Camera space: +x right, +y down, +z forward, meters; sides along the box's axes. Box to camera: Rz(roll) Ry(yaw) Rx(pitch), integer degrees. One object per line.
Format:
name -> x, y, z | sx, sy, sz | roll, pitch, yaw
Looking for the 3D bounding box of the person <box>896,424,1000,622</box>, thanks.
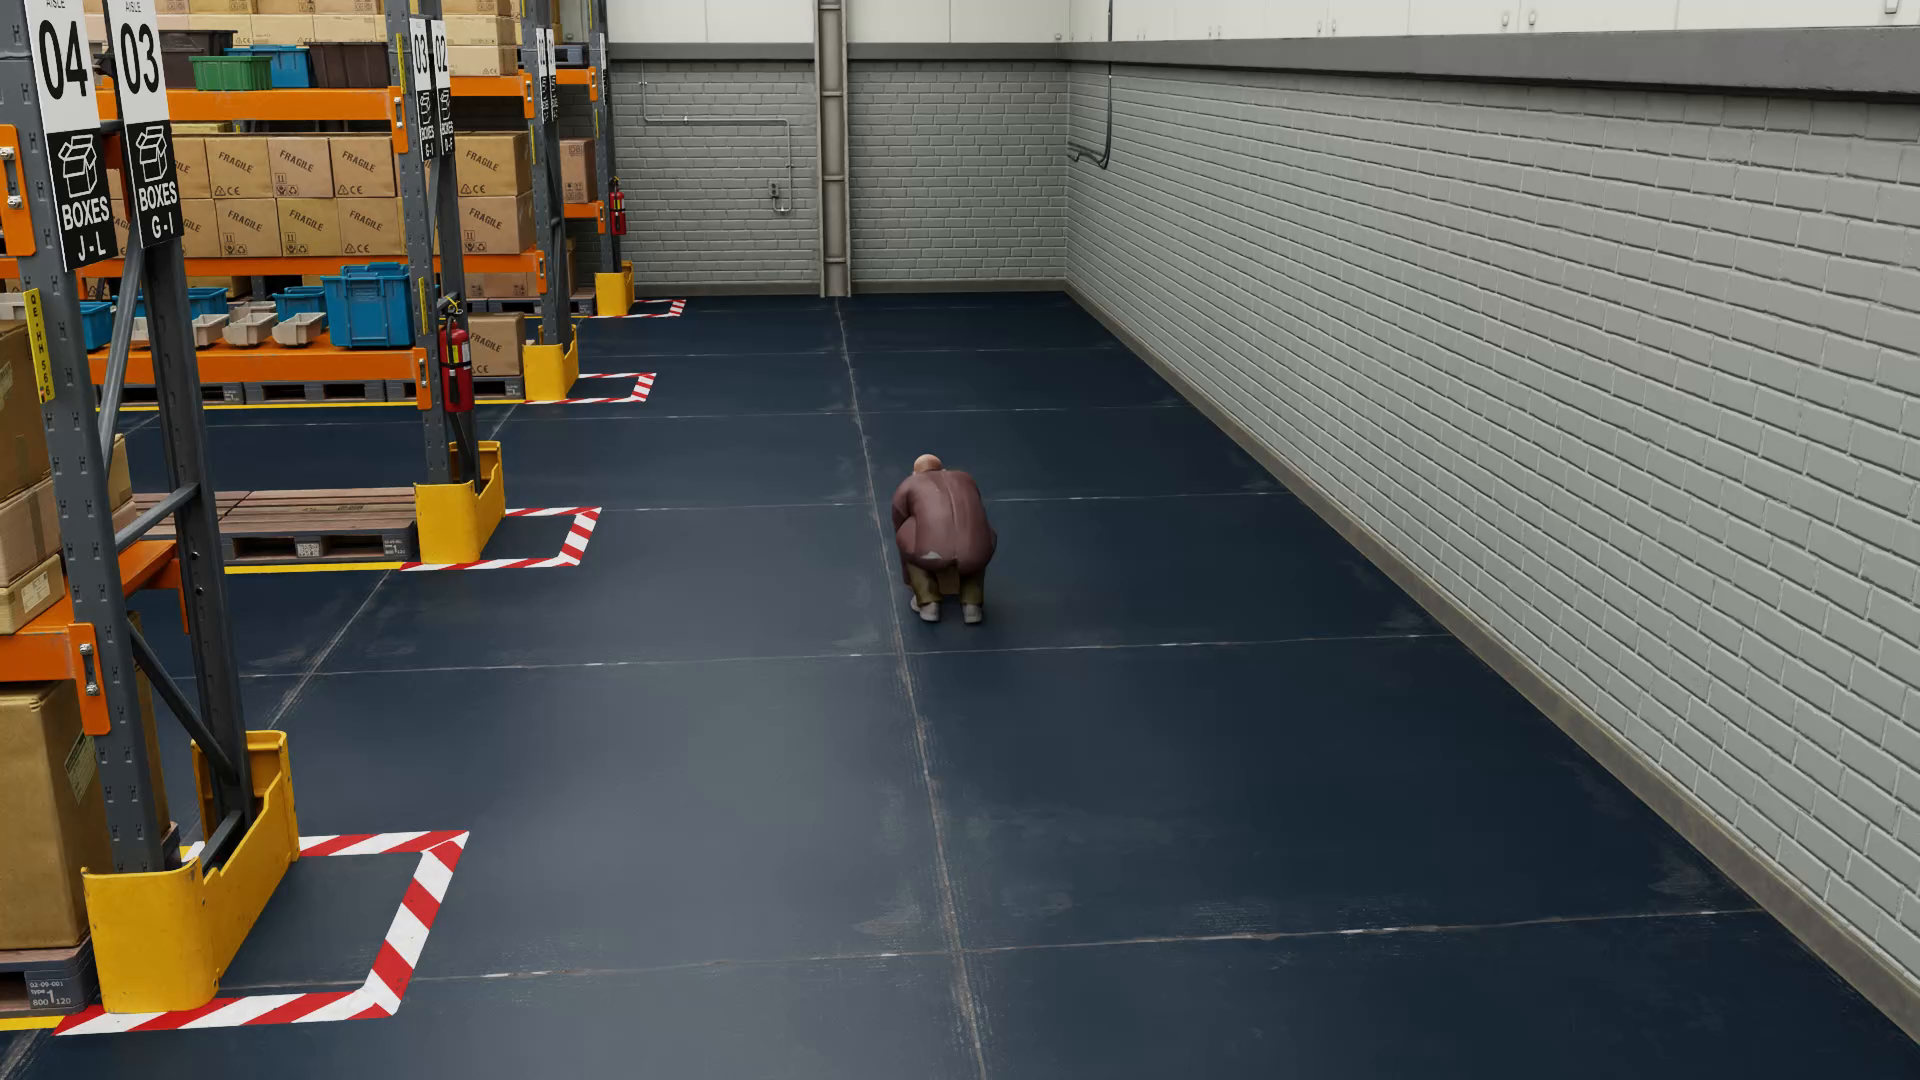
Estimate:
person -> -0.091, -0.150, 9.300 | 0.573, 1.078, 0.948 | -2, 17, -8
